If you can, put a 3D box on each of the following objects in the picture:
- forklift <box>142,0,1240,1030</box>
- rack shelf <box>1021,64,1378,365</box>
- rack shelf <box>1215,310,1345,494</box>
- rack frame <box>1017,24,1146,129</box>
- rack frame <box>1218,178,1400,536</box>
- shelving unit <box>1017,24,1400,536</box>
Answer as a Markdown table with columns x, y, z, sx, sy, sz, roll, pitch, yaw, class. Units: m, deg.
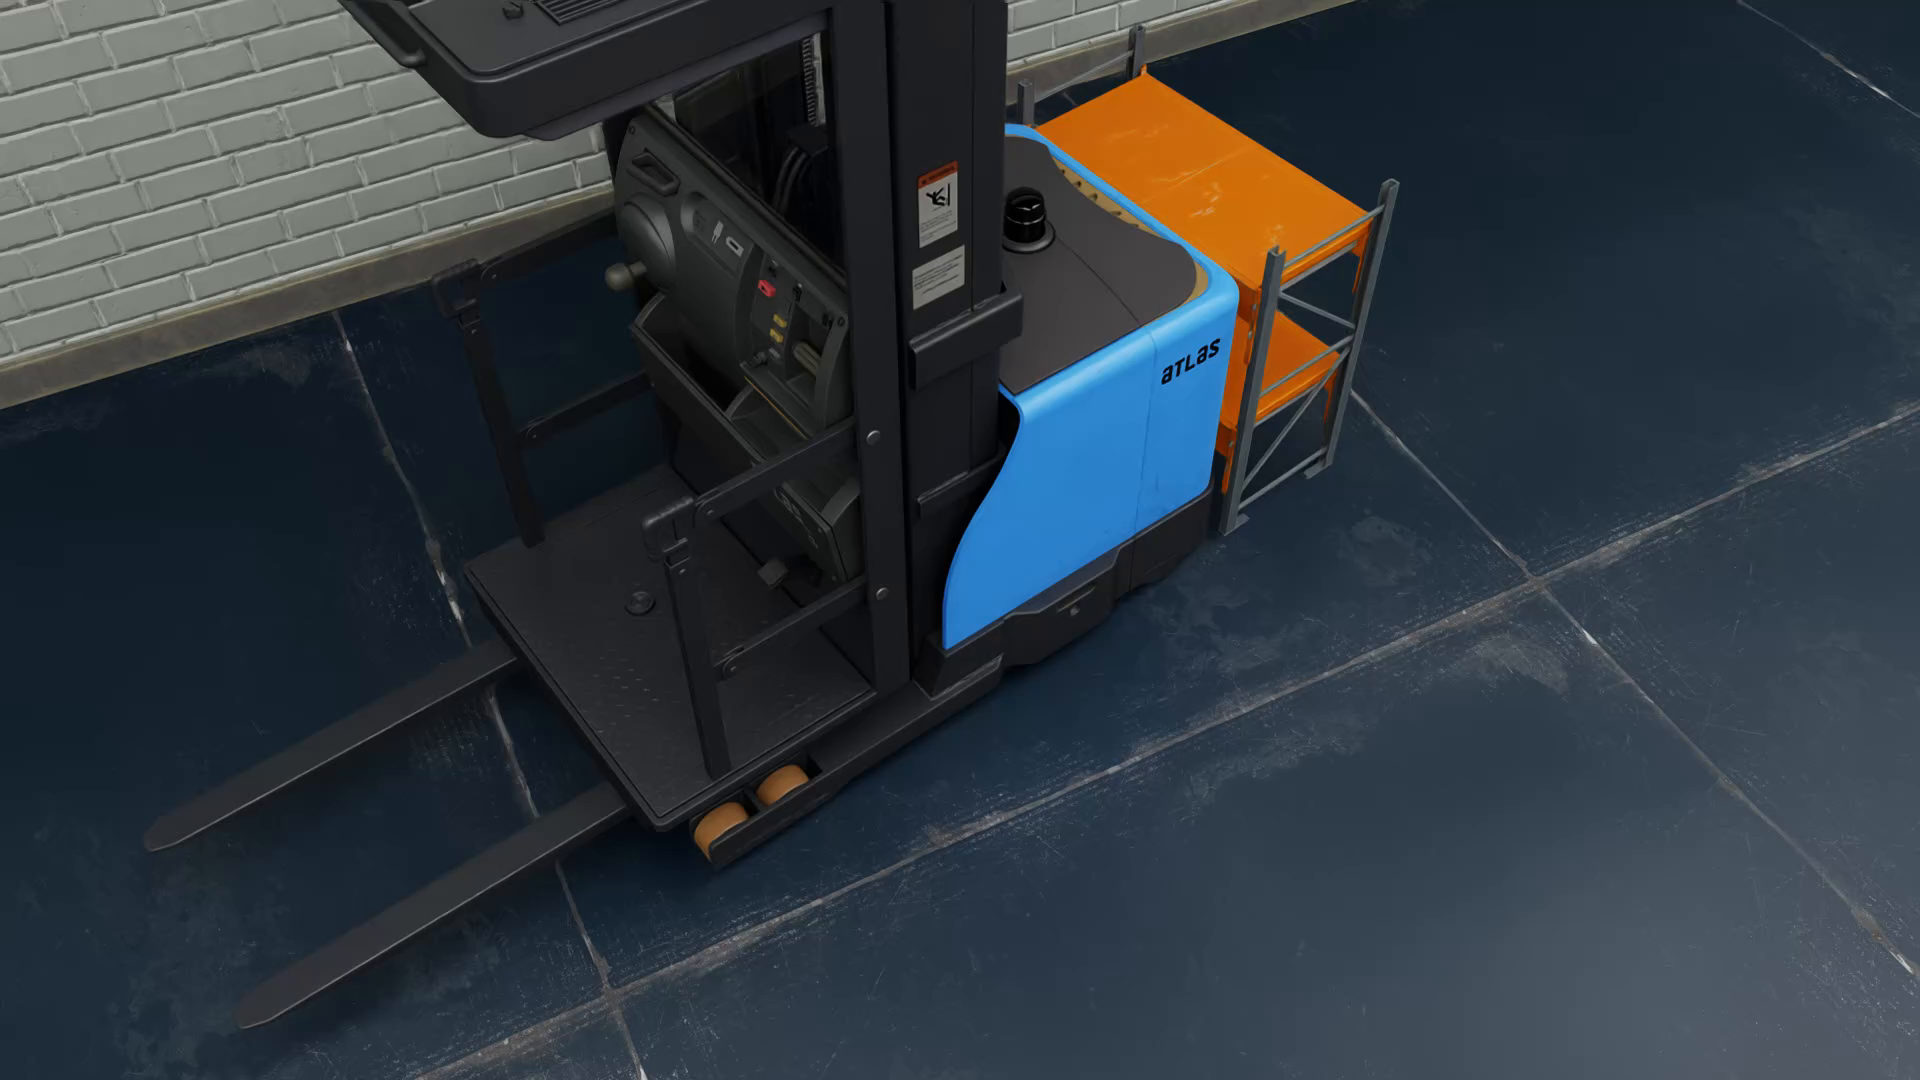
| x | y | z | sx | sy | sz | roll | pitch | yaw | class |
| --- | --- | --- | --- | --- | --- | --- | --- | --- | --- |
| -0.710 | -0.552 | 3.785 | 3.031 | 2.935 | 1.130 | -30 | 55 | -24 | forklift |
| 0.698 | -0.999 | 4.988 | 0.538 | 0.278 | 1.000 | -32 | 56 | -25 | rack shelf |
| 0.698 | -0.645 | 5.392 | 0.538 | 0.278 | 1.000 | -32 | 56 | -25 | rack shelf |
| 0.374 | -1.101 | 5.466 | 0.500 | 1.125 | 0.032 | -32 | 56 | -25 | rack frame |
| 1.022 | -0.511 | 4.950 | 0.500 | 1.125 | 0.032 | -32 | 56 | -25 | rack frame |
| 0.698 | -0.806 | 5.208 | 0.538 | 1.125 | 1.048 | -32 | 56 | -25 | shelving unit |
